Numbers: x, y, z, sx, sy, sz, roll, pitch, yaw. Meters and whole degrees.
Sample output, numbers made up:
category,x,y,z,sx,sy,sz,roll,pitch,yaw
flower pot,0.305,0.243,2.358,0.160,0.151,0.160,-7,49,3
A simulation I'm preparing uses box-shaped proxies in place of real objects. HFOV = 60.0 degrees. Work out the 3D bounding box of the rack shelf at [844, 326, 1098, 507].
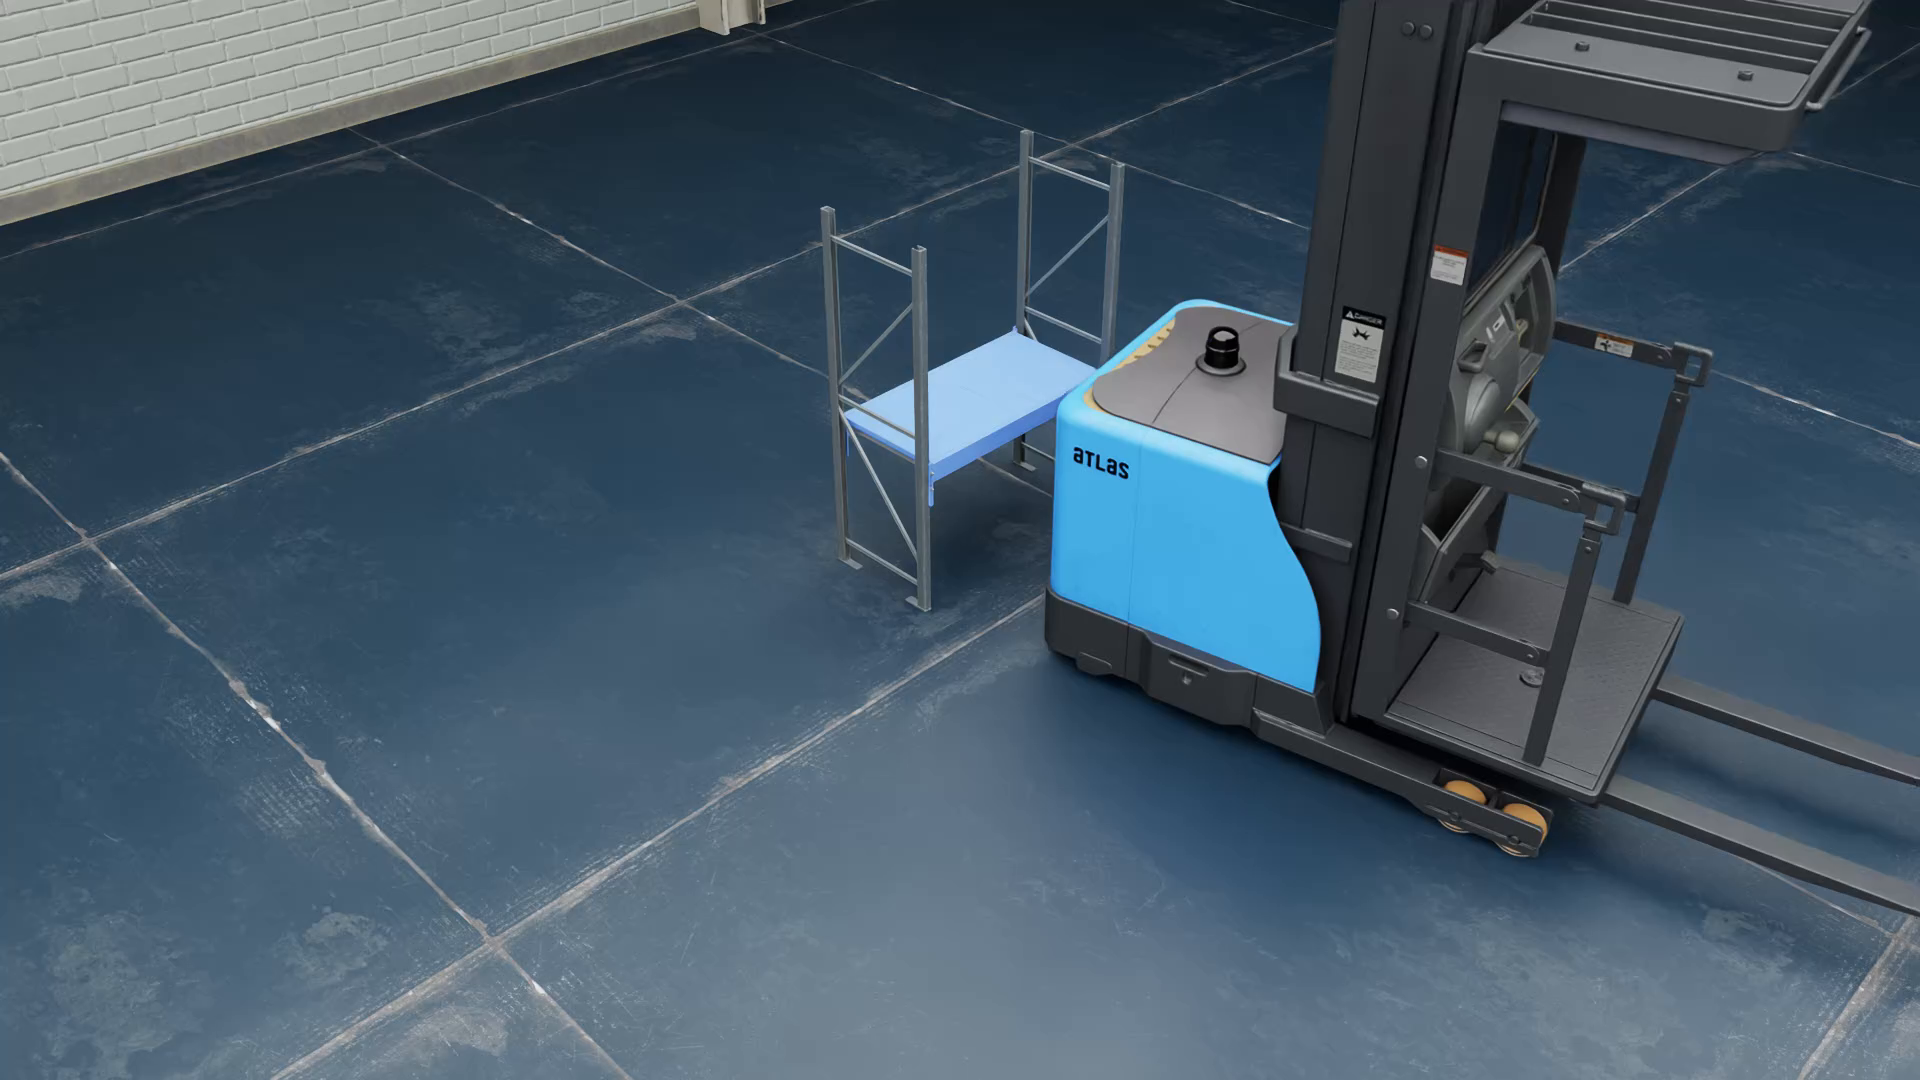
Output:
category,x,y,z,sx,sy,sz,roll,pitch,yaw
rack shelf,0.060,-0.502,6.474,0.538,0.185,1.000,30,45,35

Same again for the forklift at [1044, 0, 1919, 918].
category,x,y,z,sx,sy,sz,roll,pitch,yaw
forklift,1.821,-0.542,4.965,3.031,2.935,1.130,21,40,27

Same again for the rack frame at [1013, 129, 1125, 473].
category,x,y,z,sx,sy,sz,roll,pitch,yaw
rack frame,0.418,-0.856,6.667,0.500,1.500,0.032,30,45,35

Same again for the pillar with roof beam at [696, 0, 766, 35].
category,x,y,z,sx,sy,sz,roll,pitch,yaw
pillar with roof beam,1.389,-5.725,7.093,9.100,9.000,0.400,30,45,35

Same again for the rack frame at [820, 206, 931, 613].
category,x,y,z,sx,sy,sz,roll,pitch,yaw
rack frame,-0.298,-0.443,6.075,0.500,1.500,0.032,30,45,35

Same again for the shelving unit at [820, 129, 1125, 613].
category,x,y,z,sx,sy,sz,roll,pitch,yaw
shelving unit,0.060,-0.650,6.371,0.538,1.500,1.048,30,45,35
